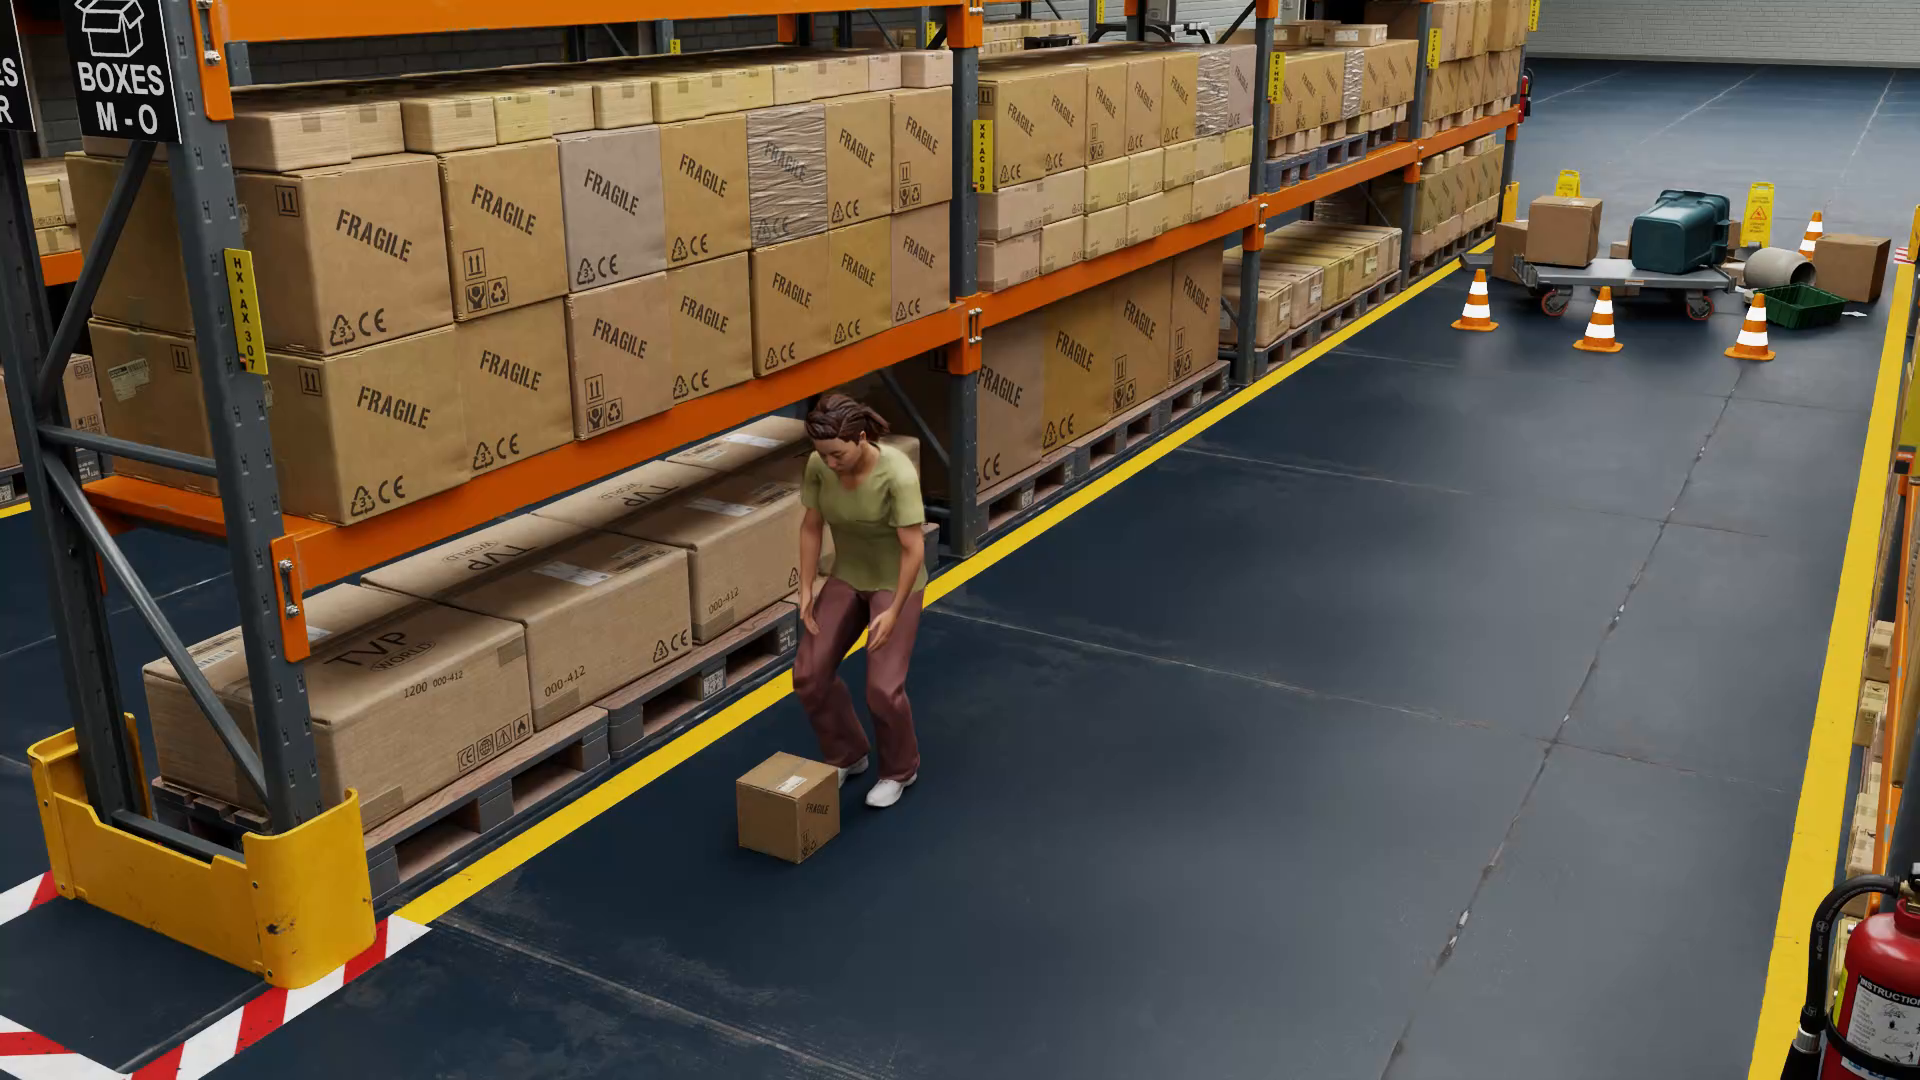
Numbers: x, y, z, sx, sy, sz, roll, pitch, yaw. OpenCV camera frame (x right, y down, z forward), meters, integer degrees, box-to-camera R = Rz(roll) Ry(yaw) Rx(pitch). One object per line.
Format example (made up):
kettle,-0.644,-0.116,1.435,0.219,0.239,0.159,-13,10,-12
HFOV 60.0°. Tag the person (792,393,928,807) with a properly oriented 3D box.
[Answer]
person,-0.326,0.196,5.770,0.498,1.515,0.532,12,23,30
